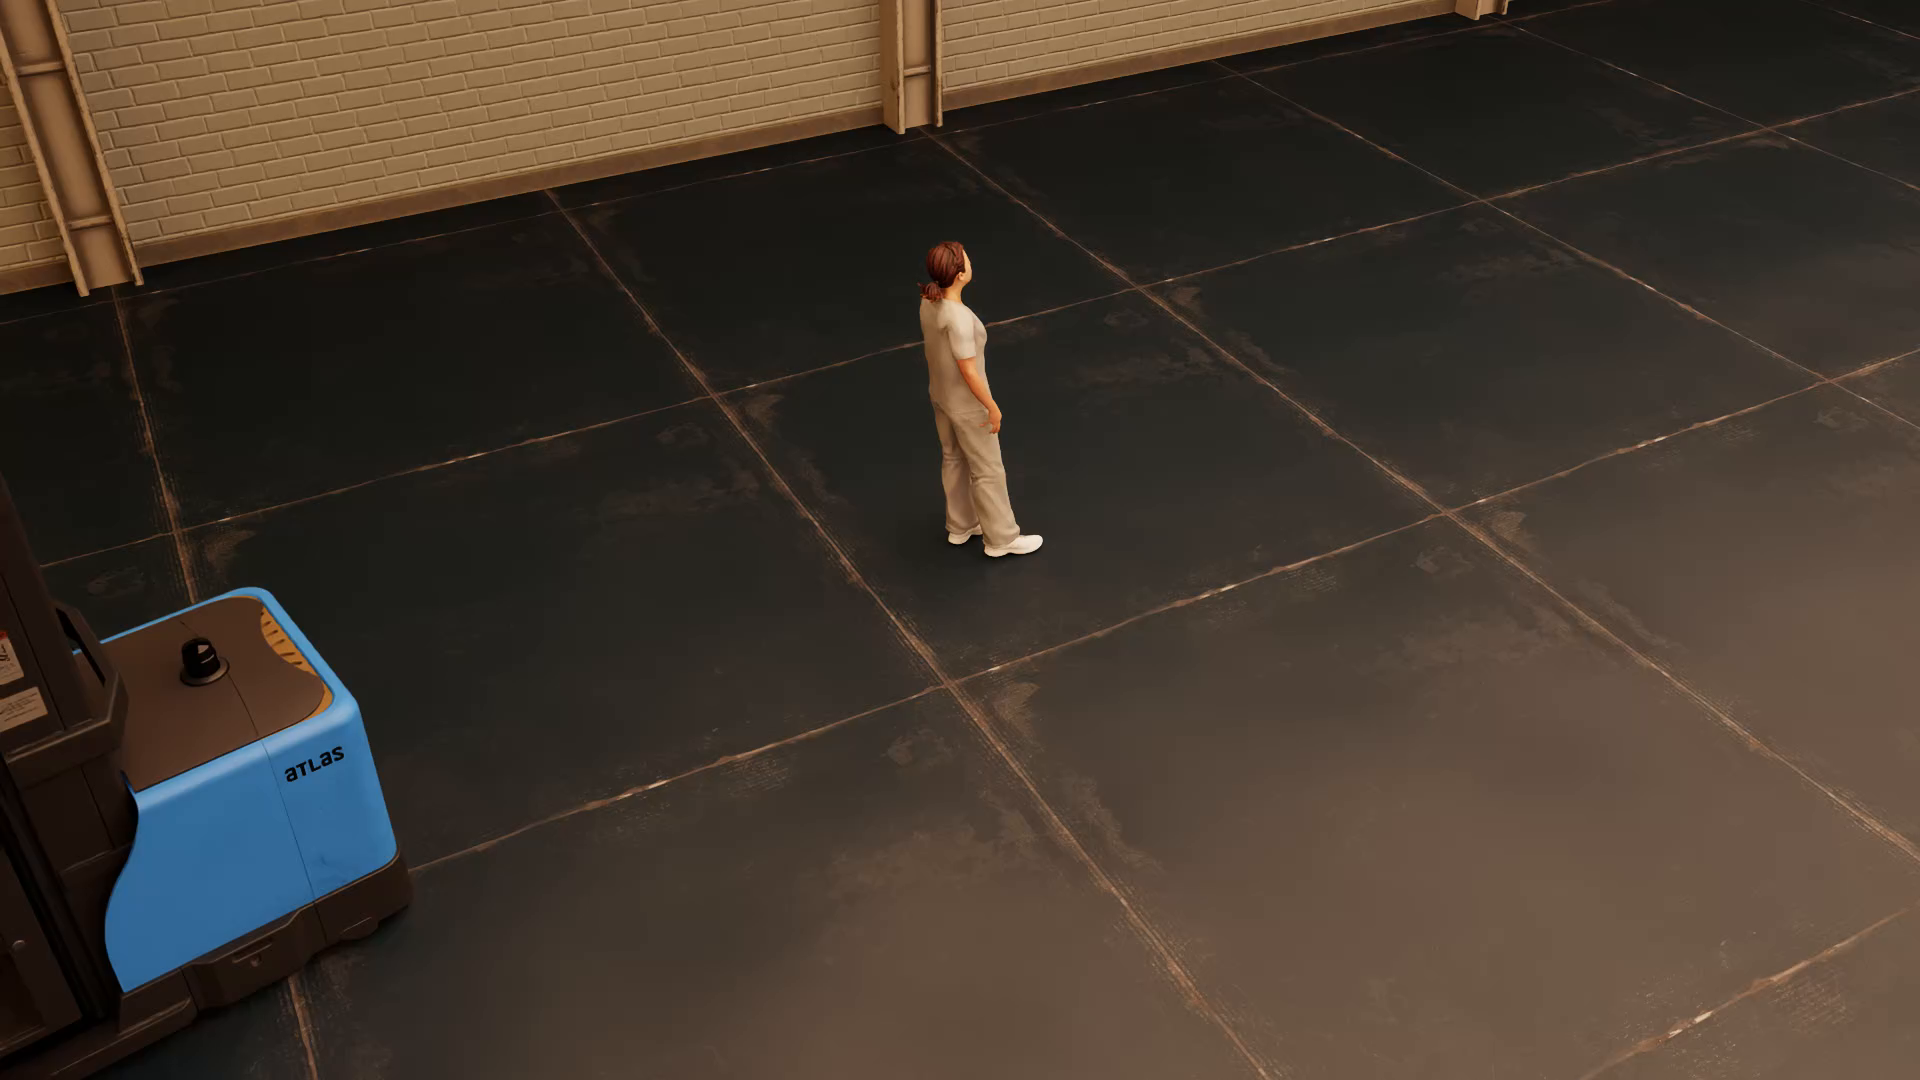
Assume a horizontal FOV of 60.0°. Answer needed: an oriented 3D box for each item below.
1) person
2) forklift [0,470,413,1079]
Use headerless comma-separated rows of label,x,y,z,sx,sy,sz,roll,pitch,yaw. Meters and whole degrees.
person,0.072,-0.704,8.193,0.548,1.673,0.549,-17,39,-23
forklift,-3.621,0.594,5.283,3.031,2.935,1.130,-25,42,-31
